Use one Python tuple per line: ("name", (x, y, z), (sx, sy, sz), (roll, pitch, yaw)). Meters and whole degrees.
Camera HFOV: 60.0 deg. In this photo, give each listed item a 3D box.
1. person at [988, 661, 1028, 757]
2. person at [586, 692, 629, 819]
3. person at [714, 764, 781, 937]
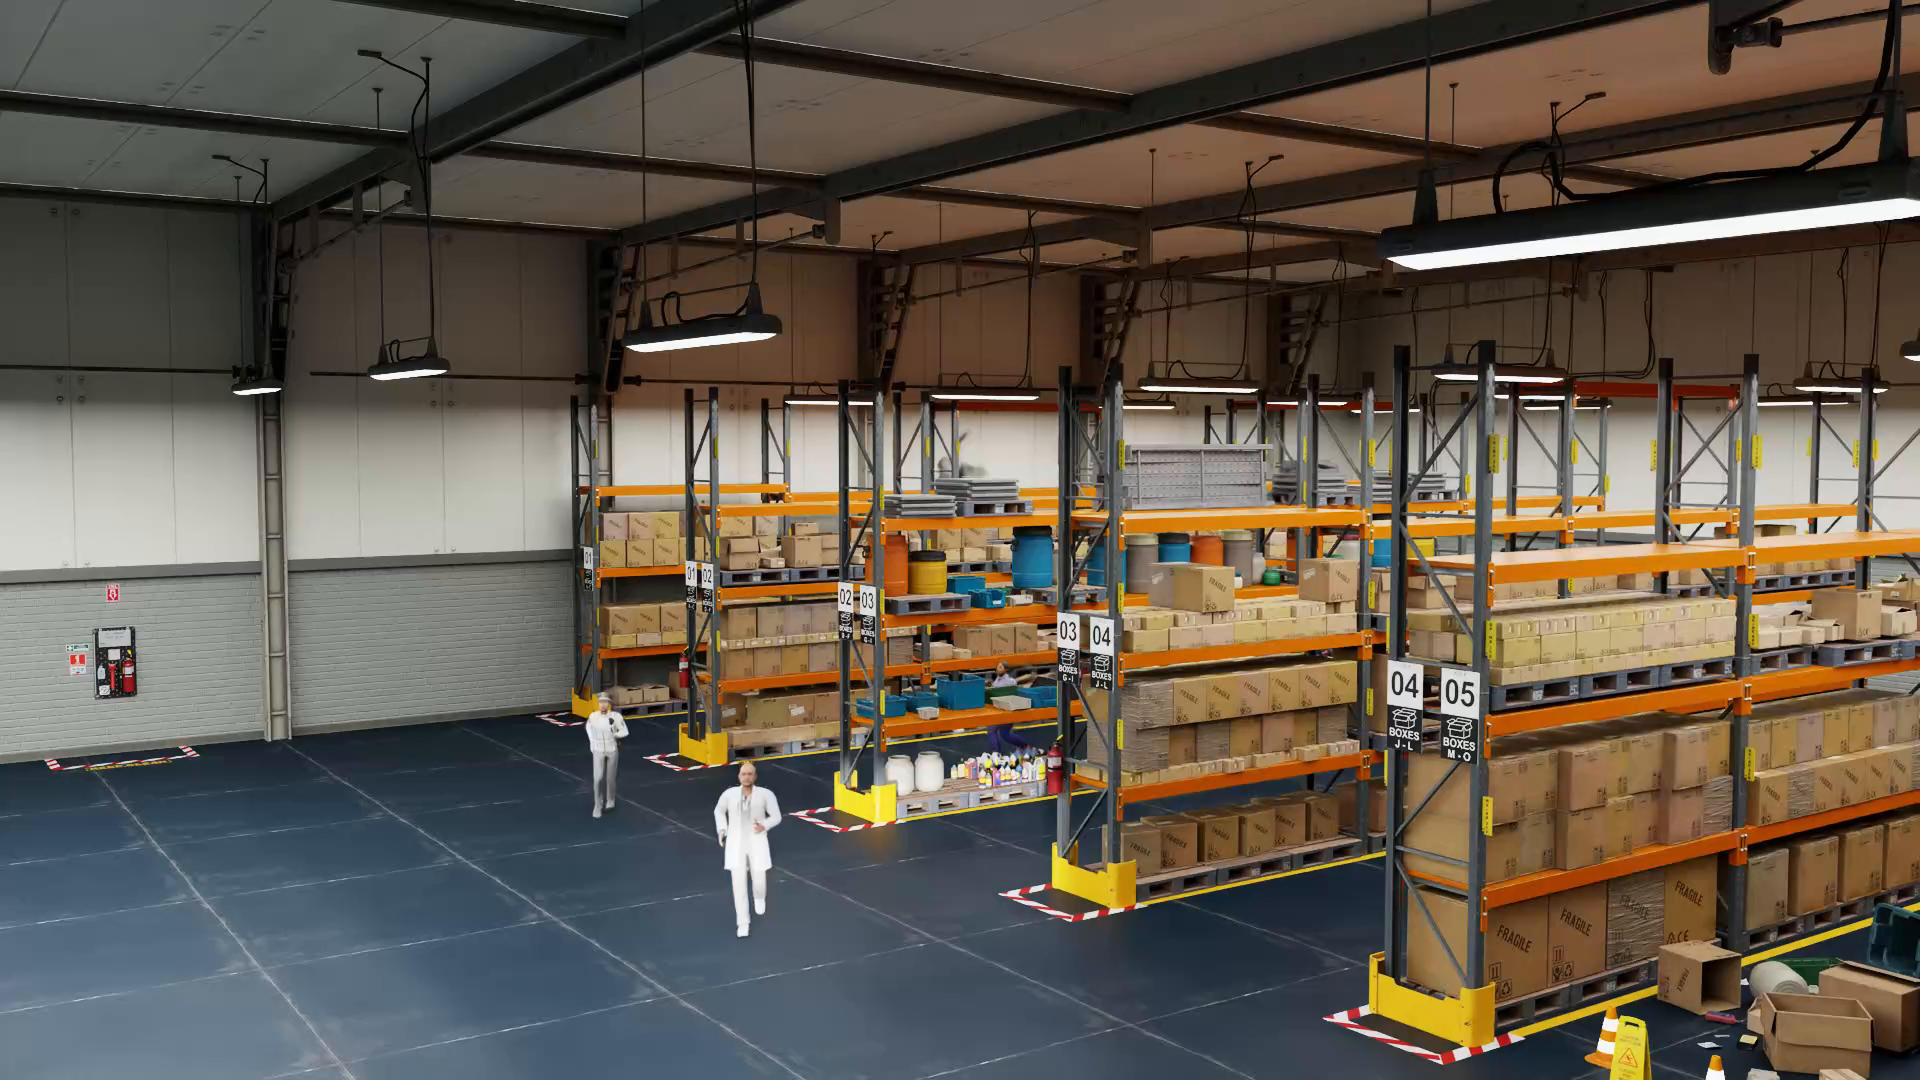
("person", (0.692, 2.747, 26.616), (0.726, 1.632, 0.615), (-3, 4, -37))
("person", (-4.864, 2.948, 22.901), (0.604, 1.746, 0.708), (0, 3, -6))
("person", (-2.248, 3.232, 17.560), (0.720, 1.747, 0.916), (0, 3, -3))
